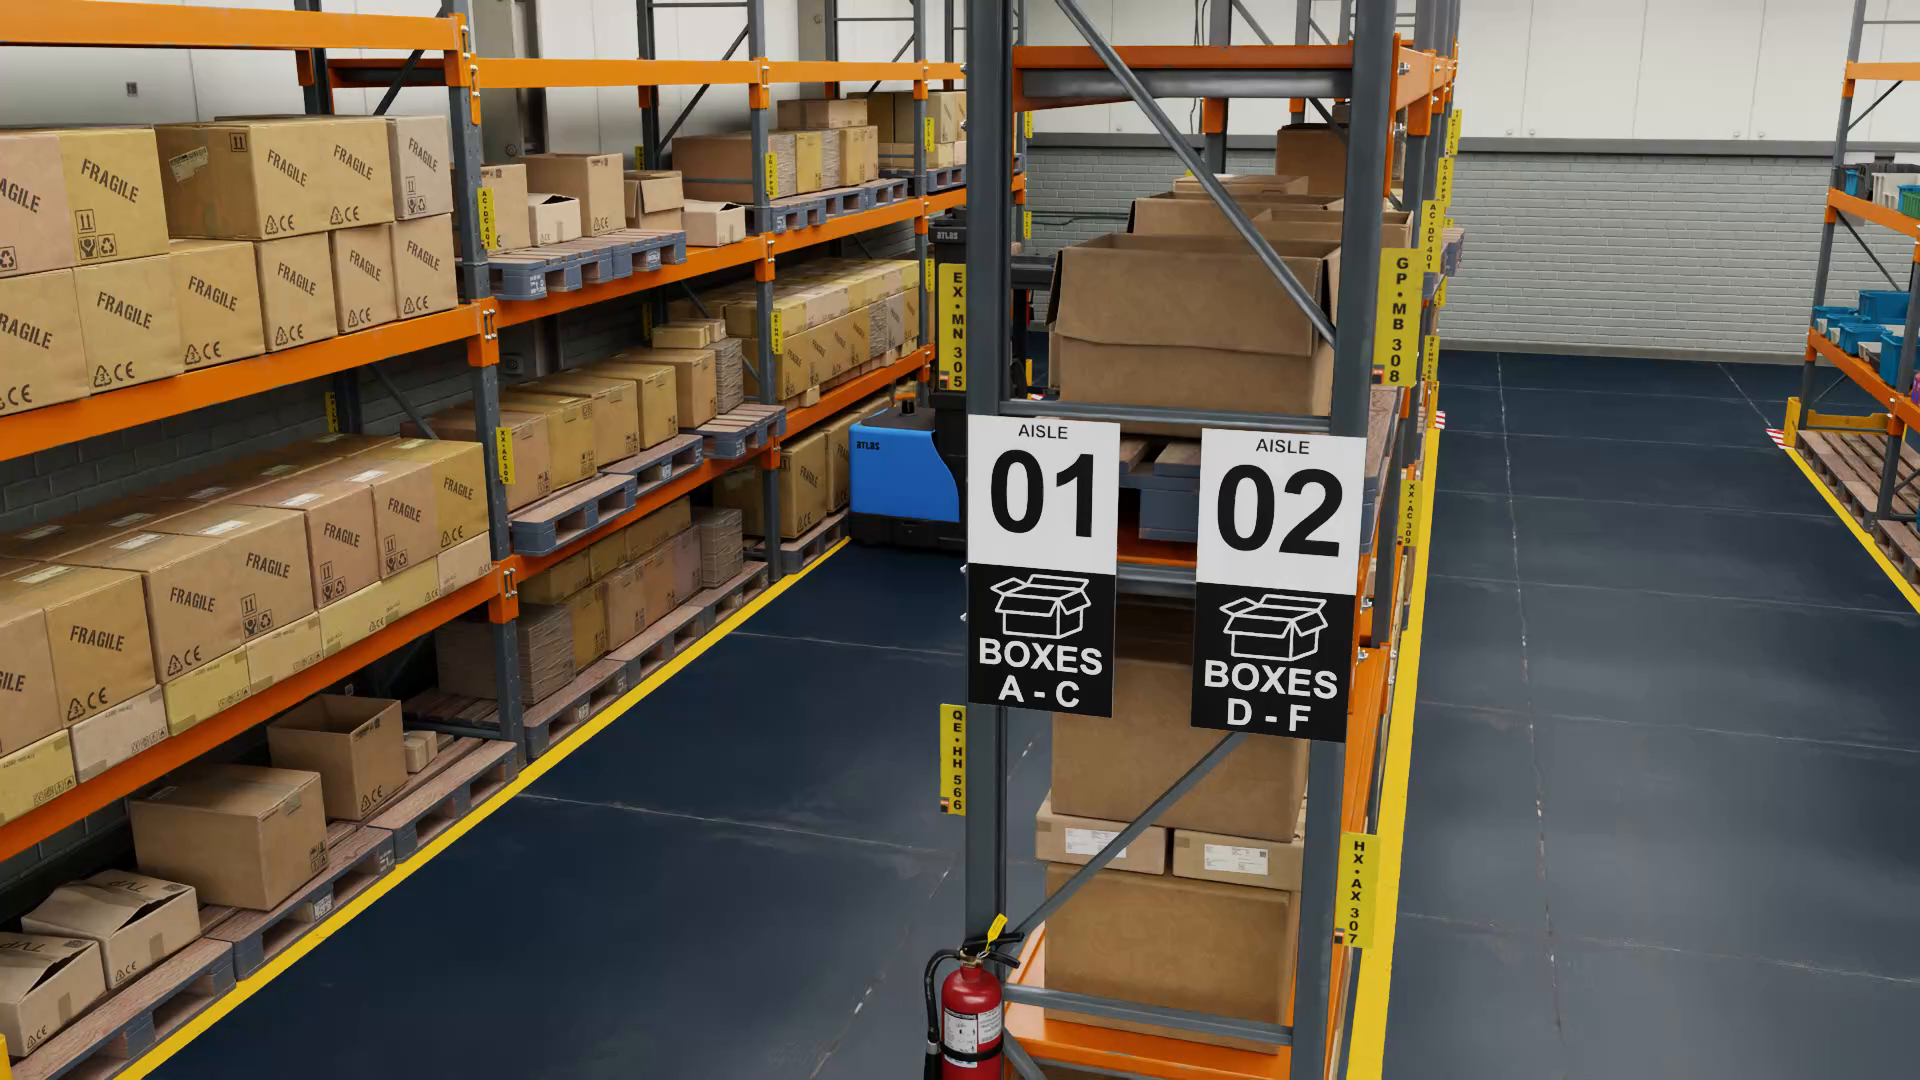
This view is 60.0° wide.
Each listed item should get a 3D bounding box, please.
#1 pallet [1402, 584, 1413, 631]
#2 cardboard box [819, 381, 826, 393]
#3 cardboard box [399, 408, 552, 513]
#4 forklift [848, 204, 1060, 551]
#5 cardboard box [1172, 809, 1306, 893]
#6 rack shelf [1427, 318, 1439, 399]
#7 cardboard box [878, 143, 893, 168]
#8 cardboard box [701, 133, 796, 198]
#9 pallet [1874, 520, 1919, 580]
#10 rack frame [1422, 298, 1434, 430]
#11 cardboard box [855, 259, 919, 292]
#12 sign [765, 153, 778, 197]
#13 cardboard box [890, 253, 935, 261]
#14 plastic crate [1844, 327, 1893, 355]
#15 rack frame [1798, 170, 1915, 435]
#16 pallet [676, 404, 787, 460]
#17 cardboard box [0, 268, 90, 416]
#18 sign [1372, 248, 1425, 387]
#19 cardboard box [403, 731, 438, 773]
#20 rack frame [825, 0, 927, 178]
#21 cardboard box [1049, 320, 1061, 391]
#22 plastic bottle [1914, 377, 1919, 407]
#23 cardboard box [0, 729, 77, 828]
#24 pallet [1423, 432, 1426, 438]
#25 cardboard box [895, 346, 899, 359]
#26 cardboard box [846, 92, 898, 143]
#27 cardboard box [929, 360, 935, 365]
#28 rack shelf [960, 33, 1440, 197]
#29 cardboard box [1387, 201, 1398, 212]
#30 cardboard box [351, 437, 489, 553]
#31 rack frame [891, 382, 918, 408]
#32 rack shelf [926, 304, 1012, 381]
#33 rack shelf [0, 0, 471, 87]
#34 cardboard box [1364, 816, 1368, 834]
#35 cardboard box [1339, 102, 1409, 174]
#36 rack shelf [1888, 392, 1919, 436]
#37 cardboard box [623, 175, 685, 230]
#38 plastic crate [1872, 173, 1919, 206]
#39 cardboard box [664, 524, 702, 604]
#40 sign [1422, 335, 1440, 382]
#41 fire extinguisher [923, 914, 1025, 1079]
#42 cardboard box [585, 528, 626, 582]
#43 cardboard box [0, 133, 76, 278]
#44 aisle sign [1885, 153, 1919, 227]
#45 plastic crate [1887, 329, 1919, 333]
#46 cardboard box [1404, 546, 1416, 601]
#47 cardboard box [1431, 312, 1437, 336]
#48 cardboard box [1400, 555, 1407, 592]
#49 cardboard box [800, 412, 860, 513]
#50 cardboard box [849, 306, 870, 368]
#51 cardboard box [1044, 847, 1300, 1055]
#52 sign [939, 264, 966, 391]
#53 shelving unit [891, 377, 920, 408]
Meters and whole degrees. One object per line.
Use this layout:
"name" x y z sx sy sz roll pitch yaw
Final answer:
"pallet" 3.033 0.385 13.084 1.003 0.211 1.213 5 16 16
"cardboard box" -1.395 -1.376 14.607 0.380 0.149 0.250 5 17 17
"cardboard box" -2.926 -0.491 10.073 0.700 0.500 0.500 5 16 16
"forklift" 0.590 -1.351 14.222 3.031 2.935 1.130 6 17 19
"cardboard box" 0.829 0.883 4.847 0.380 0.149 0.250 5 16 15
"rack shelf" 4.489 -1.987 17.657 1.077 0.370 4.000 5 16 16
"cardboard box" -0.860 -4.012 17.301 0.500 0.250 0.500 5 17 16
"cardboard box" -1.783 -3.124 13.859 0.700 0.500 0.500 4 16 13
"pallet" 8.410 0.115 14.037 1.003 0.211 1.213 5 16 16
"rack frame" 3.921 -1.810 15.714 1.000 3.000 0.127 5 16 16
"cardboard box" -0.717 -2.613 16.405 0.500 0.250 0.500 5 17 17
"sign" -1.447 -2.796 12.746 0.100 0.325 0.005 5 16 16
"cardboard box" -0.250 -2.860 18.866 0.980 0.700 0.700 4 16 13
"plastic crate" 8.960 -1.958 16.432 0.416 0.233 0.300 5 16 16
"rack frame" 9.806 -2.472 18.046 1.000 3.000 0.127 5 16 16
"pallet" -2.067 -0.860 12.715 1.213 0.211 1.003 5 16 16
"cardboard box" -3.718 -0.761 6.297 0.500 0.500 0.500 6 17 20
"sign" 1.041 -0.528 3.949 0.100 0.325 0.005 5 16 16
"cardboard box" -3.226 1.193 9.511 0.380 0.166 0.250 2 16 9
"rack frame" -0.830 -5.080 16.247 1.000 3.000 0.127 5 16 16
"cardboard box" 0.585 -0.633 5.315 0.500 0.250 0.500 5 16 16
"plastic bottle" 8.118 -1.271 14.028 0.061 0.283 0.133 5 16 16
"cardboard box" -3.797 0.906 6.378 0.500 0.250 0.500 4 16 14
"pallet" 4.462 -0.968 17.857 1.003 0.211 1.213 5 16 16
"cardboard box" -0.820 -1.840 16.242 0.380 0.149 0.250 5 17 18
"cardboard box" -0.855 -4.376 17.211 0.500 0.500 0.500 4 16 15
"cardboard box" -0.456 -1.943 18.805 0.380 0.149 0.250 5 17 16
"rack shelf" 1.079 -1.542 5.825 1.077 0.370 4.000 5 16 16
"cardboard box" 2.404 -1.926 10.132 0.500 0.250 0.500 4 16 15
"cardboard box" -2.941 -0.251 9.081 0.500 0.500 0.500 5 16 16
"rack frame" -0.494 -0.872 15.526 0.240 1.200 0.015 -2 11 -1
"rack shelf" -0.261 -2.371 19.008 1.077 0.370 4.000 5 16 16
"rack shelf" -3.671 -2.116 7.121 1.077 0.370 4.000 5 16 16
"cardboard box" 1.725 1.542 8.166 0.500 0.250 0.500 5 16 16
"cardboard box" 3.059 -2.983 12.337 0.500 0.500 0.500 5 16 16
"rack shelf" 8.101 -0.556 12.610 1.077 0.370 4.000 5 16 16
"cardboard box" -2.424 -2.317 11.779 0.797 0.503 0.637 7 17 24
"plastic crate" 8.880 -3.302 15.693 0.437 0.282 0.530 5 16 16
"cardboard box" -2.379 0.162 12.535 0.700 0.500 0.500 5 16 16
"sign" 3.317 -1.279 11.718 0.100 0.325 0.005 5 16 16
"fire extinguisher" 0.032 1.361 4.674 0.296 0.674 0.183 5 16 16
"cardboard box" -2.644 0.084 11.437 0.500 0.250 0.500 4 16 14
"cardboard box" -3.706 -1.245 6.172 0.500 0.500 0.500 4 16 15
"aisle sign" 10.107 -3.718 17.678 0.394 0.787 0.004 5 16 16
"plastic crate" 9.651 -2.072 17.009 0.396 0.136 0.243 5 16 16
"cardboard box" 3.188 0.130 12.648 0.500 0.500 0.500 5 17 18
"cardboard box" 4.327 -1.971 16.096 0.500 0.500 0.500 5 17 17
"cardboard box" 2.871 0.243 11.716 0.500 0.311 0.500 5 17 17
"cardboard box" -1.377 -0.726 15.060 0.750 0.750 0.750 5 16 16
"cardboard box" -1.143 -1.858 15.117 0.500 0.500 0.500 5 17 17
"cardboard box" 0.656 1.160 5.059 0.700 0.500 0.500 5 16 16
"sign" -0.006 -0.547 4.288 0.100 0.325 0.005 5 16 16
"shelving unit" -0.499 -0.916 15.766 0.258 1.200 0.503 -2 11 -1
